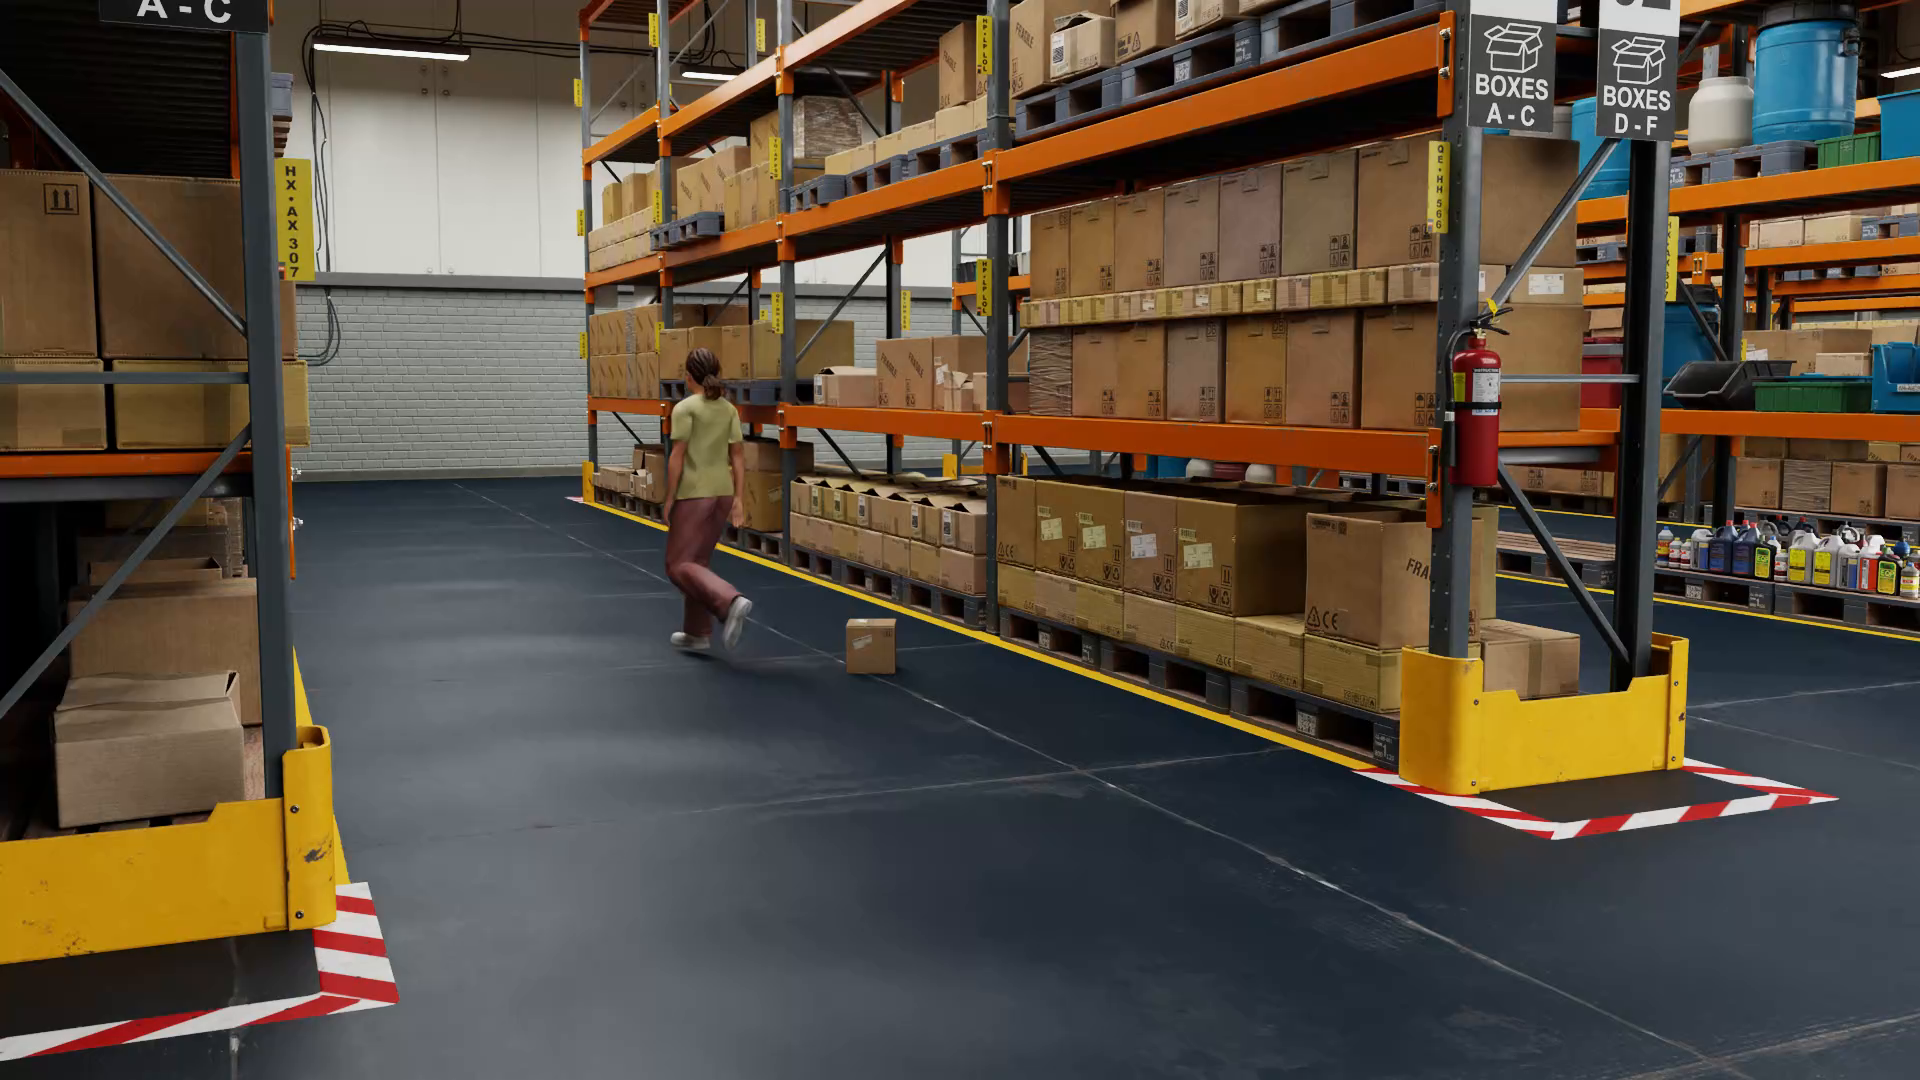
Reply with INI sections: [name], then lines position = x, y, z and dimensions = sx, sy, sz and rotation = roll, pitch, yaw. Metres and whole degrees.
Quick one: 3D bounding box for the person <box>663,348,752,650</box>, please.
[person]
position = -1.355, -0.210, 8.971
dimensions = 0.749, 1.646, 0.451
rotation = 4, 7, 39
